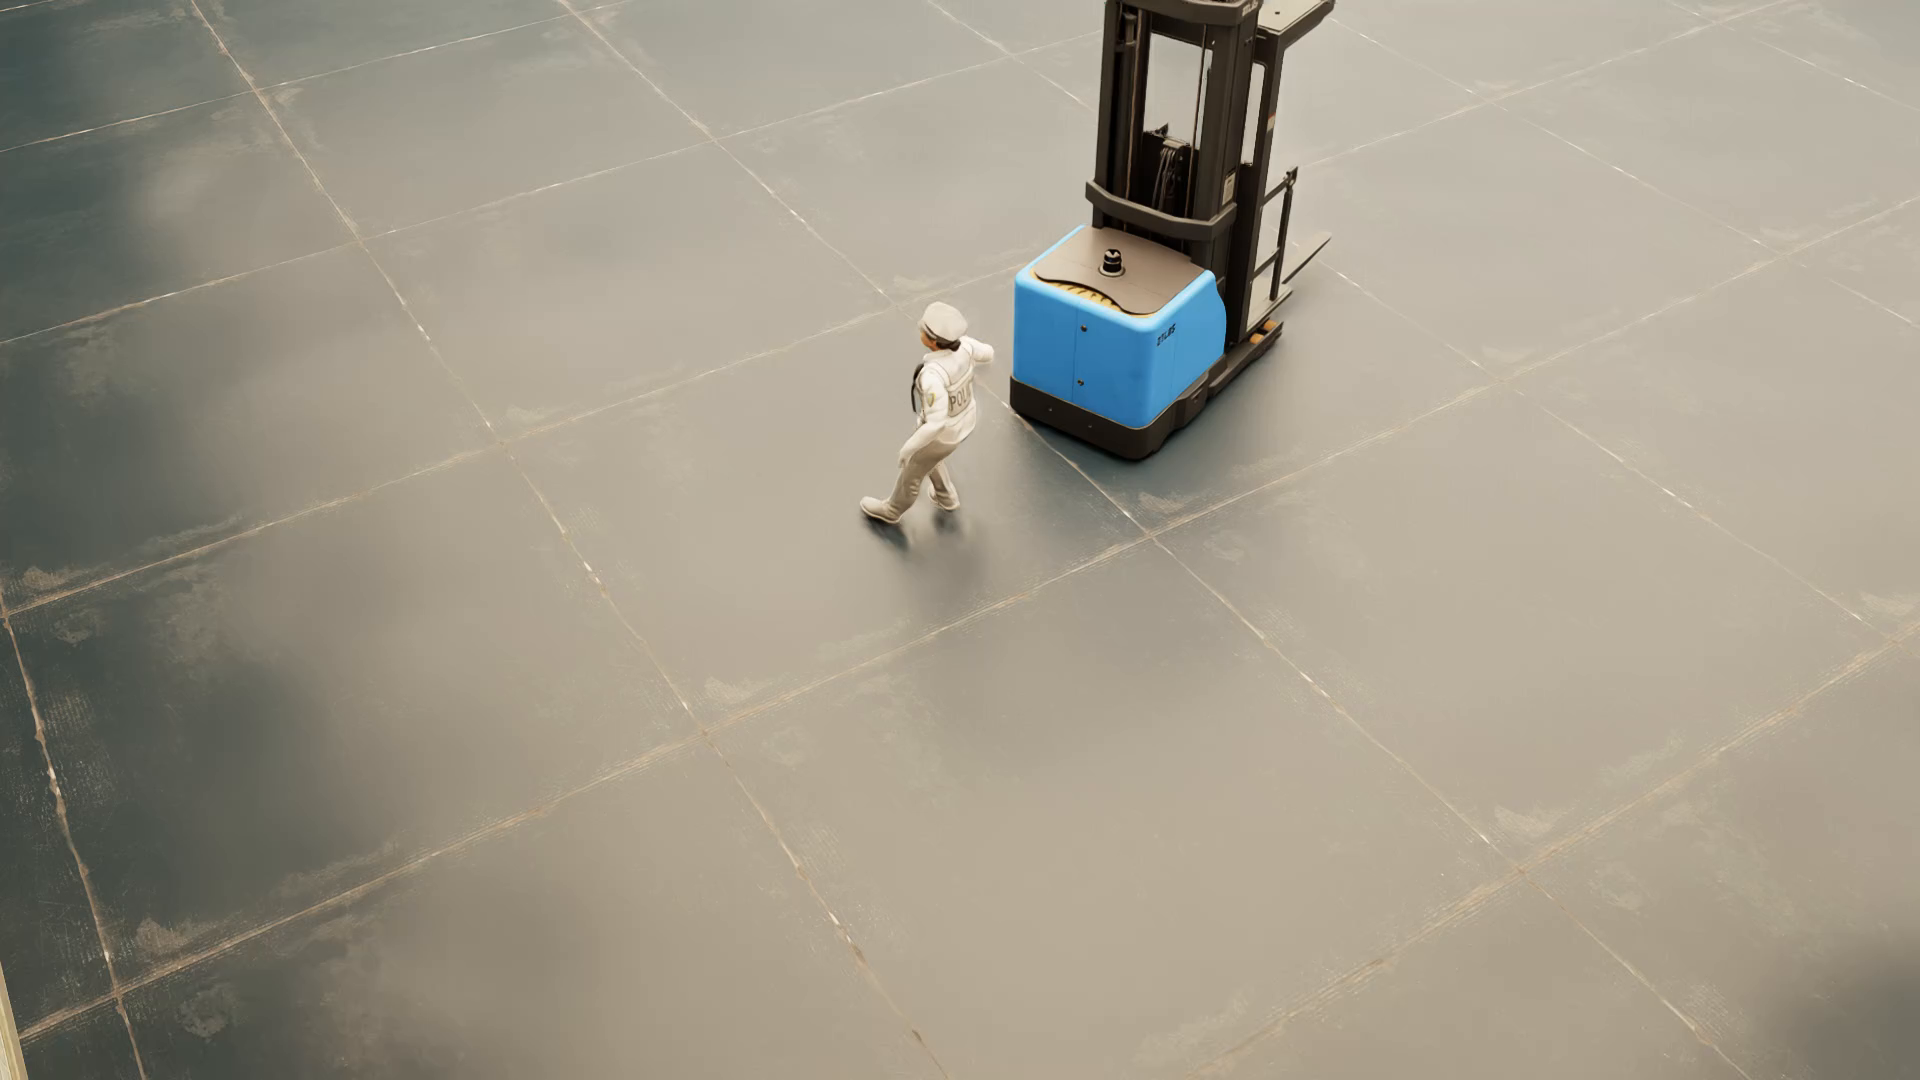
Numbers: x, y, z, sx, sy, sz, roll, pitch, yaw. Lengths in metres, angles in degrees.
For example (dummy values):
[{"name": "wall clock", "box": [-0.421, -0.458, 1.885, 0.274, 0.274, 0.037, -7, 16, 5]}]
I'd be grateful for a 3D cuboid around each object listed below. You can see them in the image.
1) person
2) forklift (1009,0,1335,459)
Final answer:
[{"name": "person", "box": [-0.248, -0.731, 9.644, 0.761, 1.620, 0.834, 23, 46, 24]}, {"name": "forklift", "box": [1.603, -2.544, 10.782, 1.130, 2.935, 3.031, 26, 47, 26]}]
